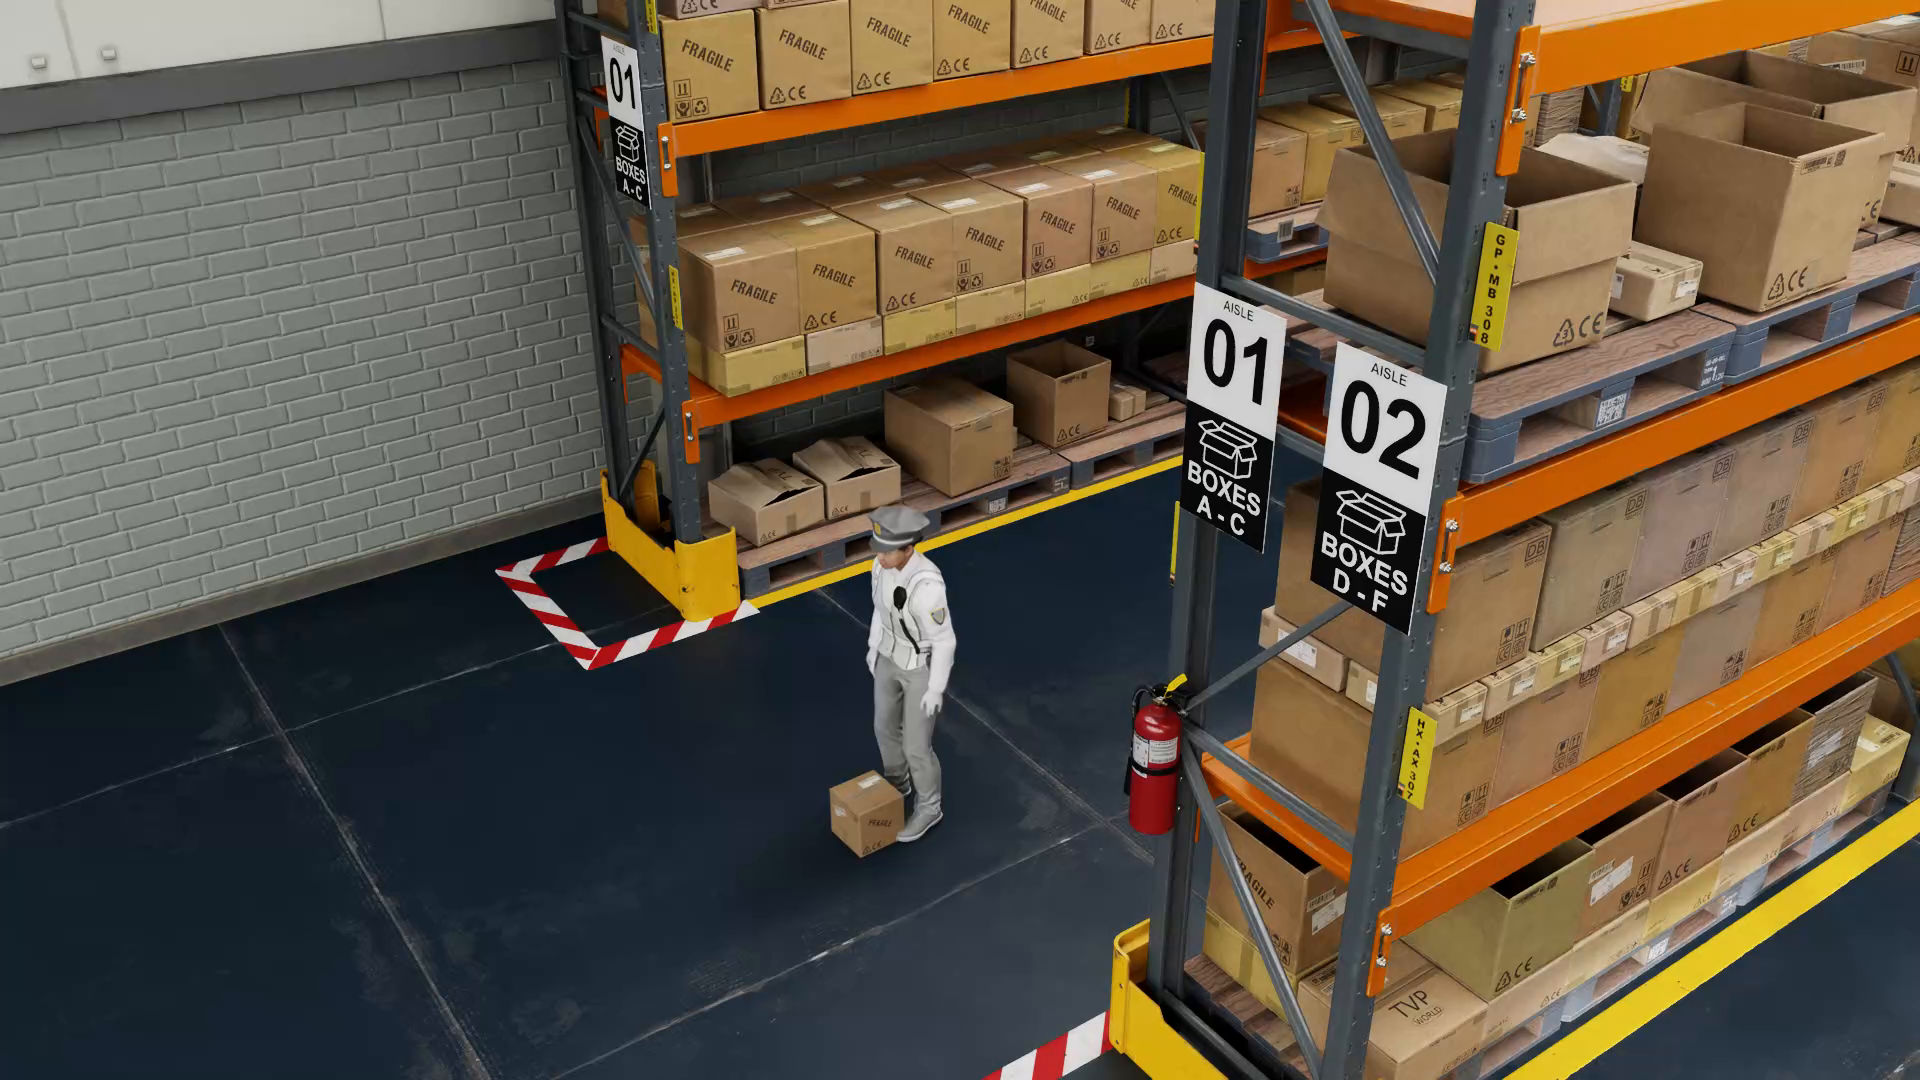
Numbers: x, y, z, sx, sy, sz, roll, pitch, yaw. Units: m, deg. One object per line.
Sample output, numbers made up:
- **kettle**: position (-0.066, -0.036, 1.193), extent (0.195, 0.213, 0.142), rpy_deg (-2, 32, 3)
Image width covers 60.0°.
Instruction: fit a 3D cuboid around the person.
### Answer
- **person**: position (-0.239, 0.587, 7.552), extent (0.375, 1.662, 0.528), rpy_deg (-21, 35, -33)
